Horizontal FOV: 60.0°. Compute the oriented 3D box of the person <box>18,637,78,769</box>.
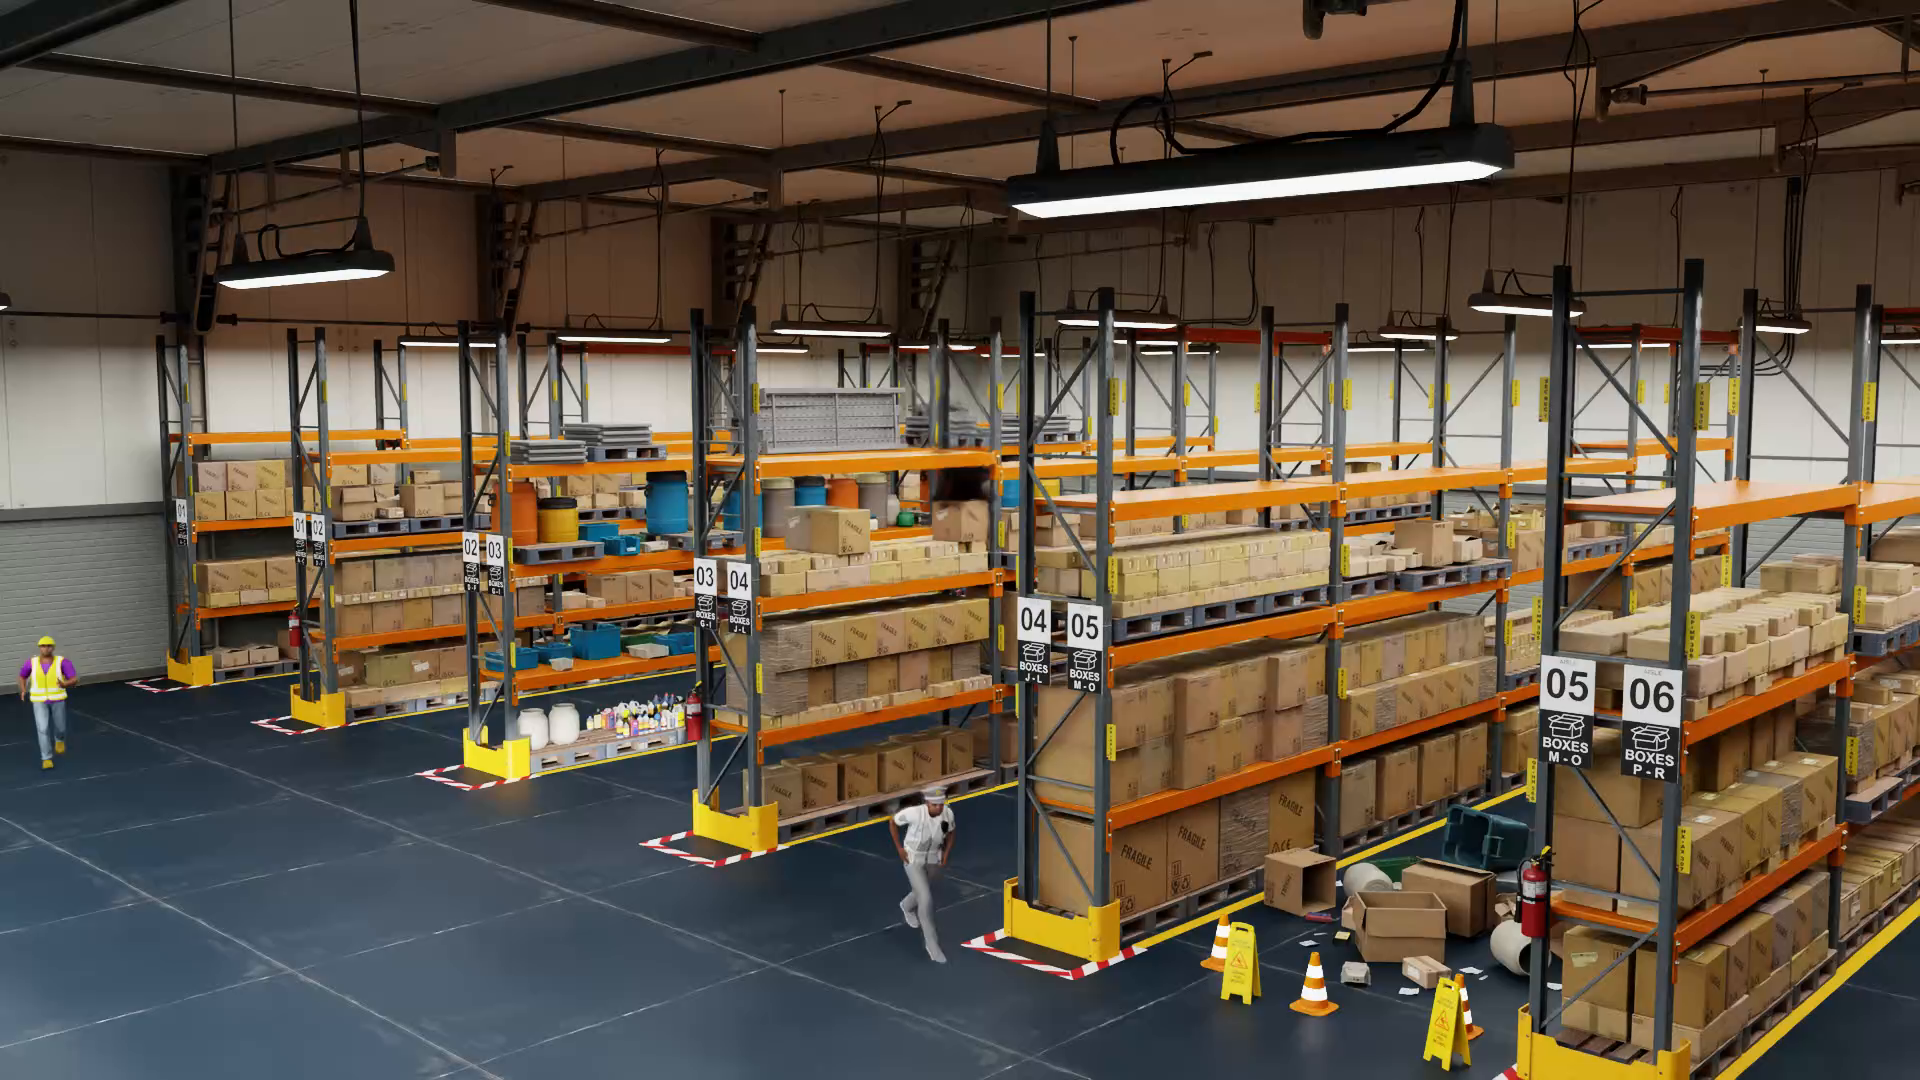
[{"bbox_3d":[-12.345,2.176,22.528,0.713,1.744,0.926,-3,6,-26],"label":"person"}]

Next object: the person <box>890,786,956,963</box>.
[{"bbox_3d":[-0.373,2.971,15.228,0.612,1.627,0.985,-2,6,-20],"label":"person"}]
